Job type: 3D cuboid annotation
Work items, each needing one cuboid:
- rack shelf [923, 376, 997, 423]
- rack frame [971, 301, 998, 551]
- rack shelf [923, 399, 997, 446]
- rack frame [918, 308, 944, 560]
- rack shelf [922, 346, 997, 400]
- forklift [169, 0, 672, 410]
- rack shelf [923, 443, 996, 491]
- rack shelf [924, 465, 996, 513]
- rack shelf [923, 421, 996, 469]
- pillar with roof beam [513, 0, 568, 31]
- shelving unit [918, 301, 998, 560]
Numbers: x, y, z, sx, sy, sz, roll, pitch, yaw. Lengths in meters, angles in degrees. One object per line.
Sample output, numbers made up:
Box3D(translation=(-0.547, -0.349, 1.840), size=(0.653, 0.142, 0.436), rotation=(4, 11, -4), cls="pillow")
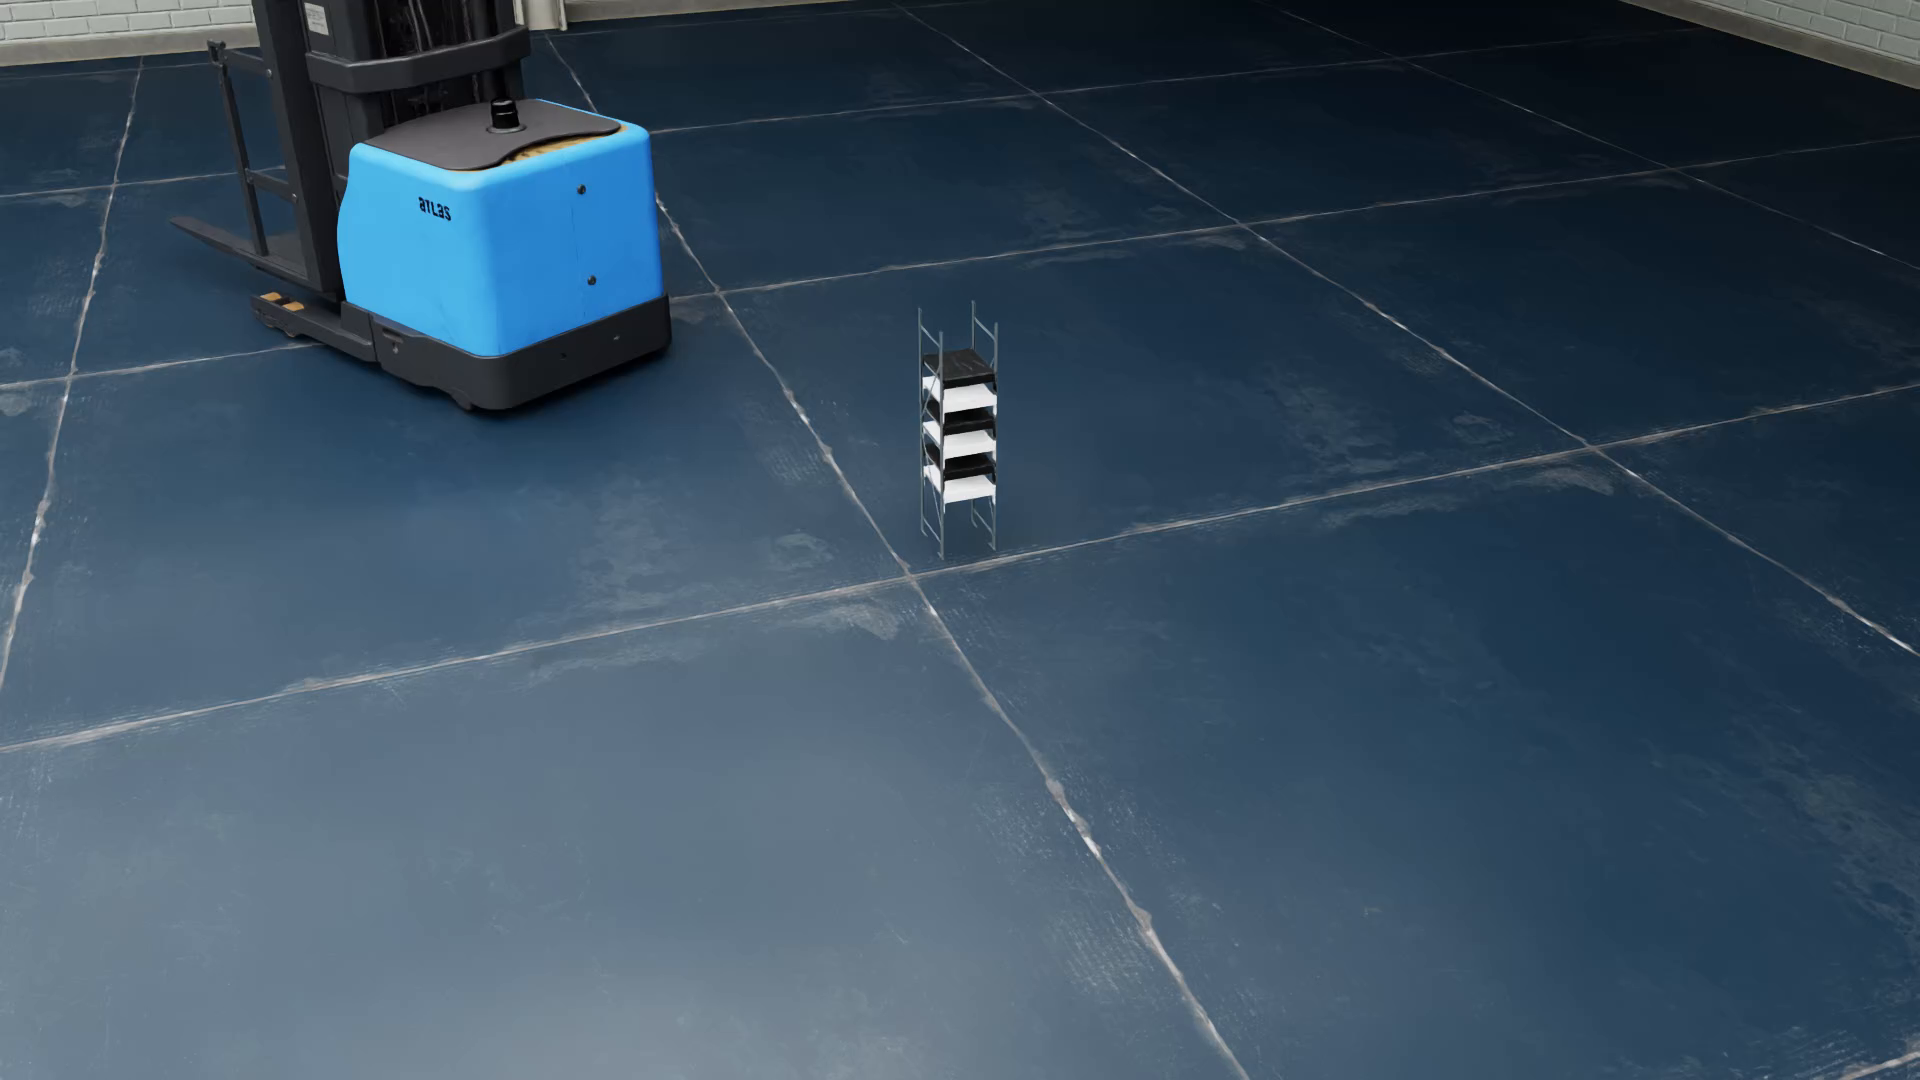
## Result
Box3D(translation=(-0.008, -0.517, 5.952), size=(0.200, 0.077, 0.258), rotation=(-10, 31, -18), cls="rack shelf")
Box3D(translation=(0.088, -0.407, 6.056), size=(0.006, 0.900, 0.240), rotation=(-10, 31, -18), cls="rack frame")
Box3D(translation=(-0.008, -0.439, 5.997), size=(0.200, 0.077, 0.258), rotation=(-10, 31, -18), cls="rack shelf")
Box3D(translation=(-0.103, -0.372, 5.994), size=(0.006, 0.900, 0.240), rotation=(-10, 31, -18), cls="rack frame")
Box3D(translation=(-0.008, -0.595, 5.908), size=(0.200, 0.077, 0.258), rotation=(-10, 31, -18), cls="rack shelf")
Box3D(translation=(-2.795, -2.421, 7.538), size=(3.031, 2.935, 1.130), rotation=(22, 37, 34), cls="forklift")
Box3D(translation=(-0.008, -0.282, 6.086), size=(0.200, 0.077, 0.258), rotation=(-10, 31, -18), cls="rack shelf")
Box3D(translation=(-0.008, -0.204, 6.130), size=(0.200, 0.077, 0.258), rotation=(-10, 31, -18), cls="rack shelf")
Box3D(translation=(-0.008, -0.361, 6.041), size=(0.200, 0.077, 0.258), rotation=(-10, 31, -18), cls="rack shelf")
Box3D(translation=(-1.930, -6.103, 7.871), size=(0.400, 9.000, 9.100), rotation=(-10, 31, -18), cls="pillar with roof beam")
Box3D(translation=(-0.008, -0.390, 6.025), size=(0.210, 0.900, 0.258), rotation=(-10, 31, -18), cls="shelving unit")
